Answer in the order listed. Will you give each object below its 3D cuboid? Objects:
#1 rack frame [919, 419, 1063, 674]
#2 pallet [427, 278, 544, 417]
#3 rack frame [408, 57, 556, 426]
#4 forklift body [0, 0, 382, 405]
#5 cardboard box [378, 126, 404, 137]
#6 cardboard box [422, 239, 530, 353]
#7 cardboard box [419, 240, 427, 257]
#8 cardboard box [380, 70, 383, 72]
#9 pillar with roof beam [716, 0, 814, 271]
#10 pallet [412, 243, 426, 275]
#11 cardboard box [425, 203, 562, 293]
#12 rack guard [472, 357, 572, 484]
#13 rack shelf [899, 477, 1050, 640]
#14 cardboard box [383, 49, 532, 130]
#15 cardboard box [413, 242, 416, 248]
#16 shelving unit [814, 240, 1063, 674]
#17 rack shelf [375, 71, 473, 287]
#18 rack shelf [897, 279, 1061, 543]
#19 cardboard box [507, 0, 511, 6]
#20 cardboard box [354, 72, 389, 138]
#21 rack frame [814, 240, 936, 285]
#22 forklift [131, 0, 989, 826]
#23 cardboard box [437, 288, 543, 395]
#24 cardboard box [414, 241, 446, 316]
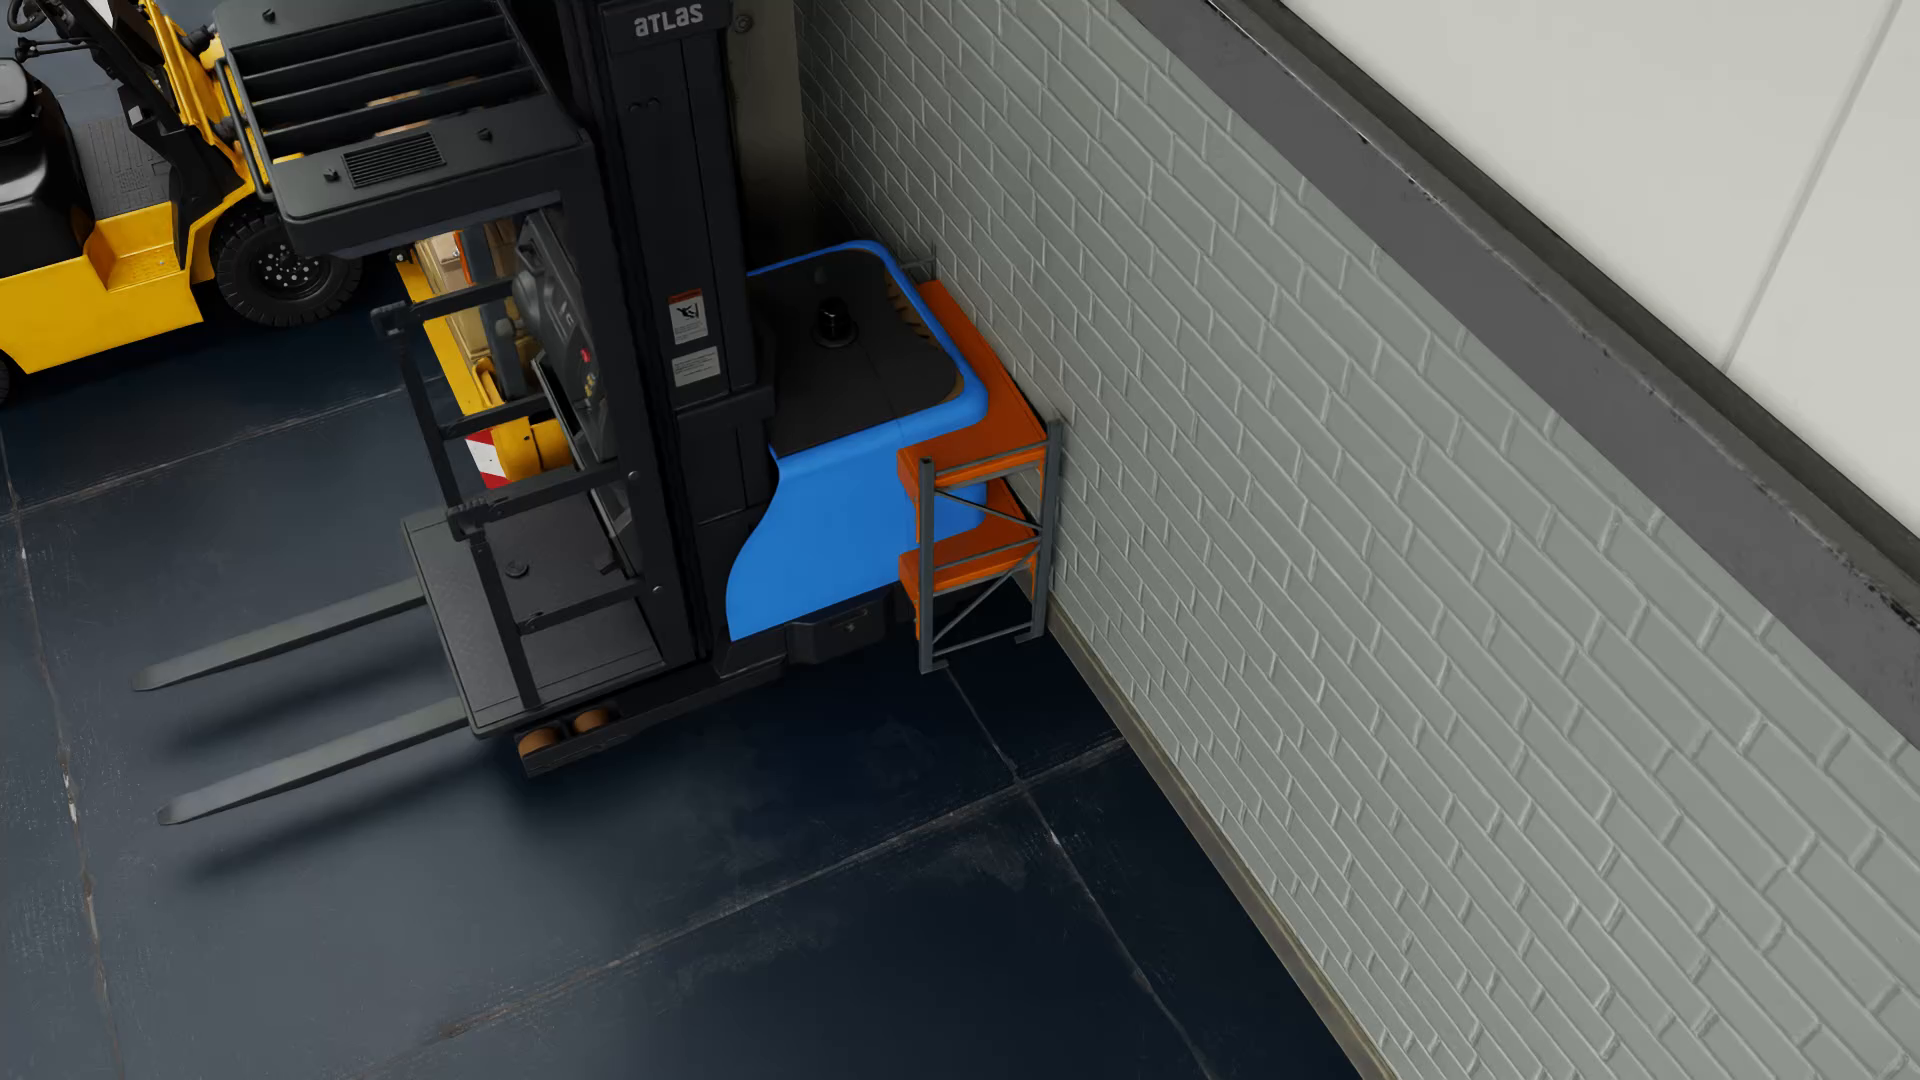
[{"bbox_3d":[0.093,0.049,5.841,0.500,1.125,0.032,-17,51,-16],"label":"rack frame"},{"bbox_3d":[-1.750,-1.043,7.415,1.003,0.211,1.213,-21,52,-18],"label":"pallet"},{"bbox_3d":[-1.363,-1.464,5.930,1.000,3.000,0.127,-21,52,-18],"label":"rack frame"},{"bbox_3d":[-3.853,-1.825,6.810,2.313,2.155,1.214,-21,52,-18],"label":"forklift body"},{"bbox_3d":[-2.090,-1.567,6.904,0.500,0.250,0.500,-20,52,-17],"label":"cardboard box"},{"bbox_3d":[-1.864,-1.080,6.810,0.500,0.250,0.500,-22,52,-18],"label":"cardboard box"},{"bbox_3d":[-2.084,-1.419,7.107,0.500,0.250,0.500,-22,52,-18],"label":"cardboard box"},{"bbox_3d":[-2.051,-2.086,6.408,0.500,0.500,0.500,-20,52,-16],"label":"cardboard box"},{"bbox_3d":[-4.708,-2.733,3.054,9.100,9.000,0.400,-21,52,-18],"label":"pillar with roof beam"},{"bbox_3d":[-2.305,-1.859,8.128,1.003,0.211,1.213,-21,52,-18],"label":"pallet"},{"bbox_3d":[-1.851,-1.227,6.606,0.500,0.250,0.500,-20,52,-16],"label":"cardboard box"},{"bbox_3d":[-1.352,-0.625,6.857,1.175,0.500,0.348,-21,52,-18],"label":"rack guard"},{"bbox_3d":[-0.108,-0.144,6.331,0.538,0.278,1.000,-17,51,-16],"label":"rack shelf"},{"bbox_3d":[-1.822,-1.736,6.102,0.500,0.500,0.500,-22,52,-18],"label":"cardboard box"},{"bbox_3d":[-2.299,-1.577,7.577,0.500,0.250,0.500,-21,52,-17],"label":"cardboard box"},{"bbox_3d":[-0.104,-0.305,6.147,0.538,1.125,1.048,-17,51,-16],"label":"shelving unit"},{"bbox_3d":[-2.278,-2.566,7.372,1.077,0.370,4.000,-21,52,-18],"label":"rack shelf"},{"bbox_3d":[-0.098,-0.498,5.927,0.538,0.278,1.000,-17,51,-16],"label":"rack shelf"},{"bbox_3d":[-1.771,-1.846,5.767,0.380,0.149,0.250,-20,52,-17],"label":"cardboard box"},{"bbox_3d":[-2.330,-1.901,7.196,0.500,0.250,0.500,-21,52,-17],"label":"cardboard box"},{"bbox_3d":[-0.300,-0.660,6.454,0.500,1.125,0.032,-17,51,-16],"label":"rack frame"},{"bbox_3d":[-1.442,-0.595,5.216,3.031,2.935,1.130,-20,52,-17],"label":"forklift"},{"bbox_3d":[-1.859,-0.903,6.987,0.500,0.250,0.500,-21,52,-17],"label":"cardboard box"},{"bbox_3d":[-2.078,-1.239,7.281,0.500,0.250,0.500,-21,52,-18],"label":"cardboard box"}]
